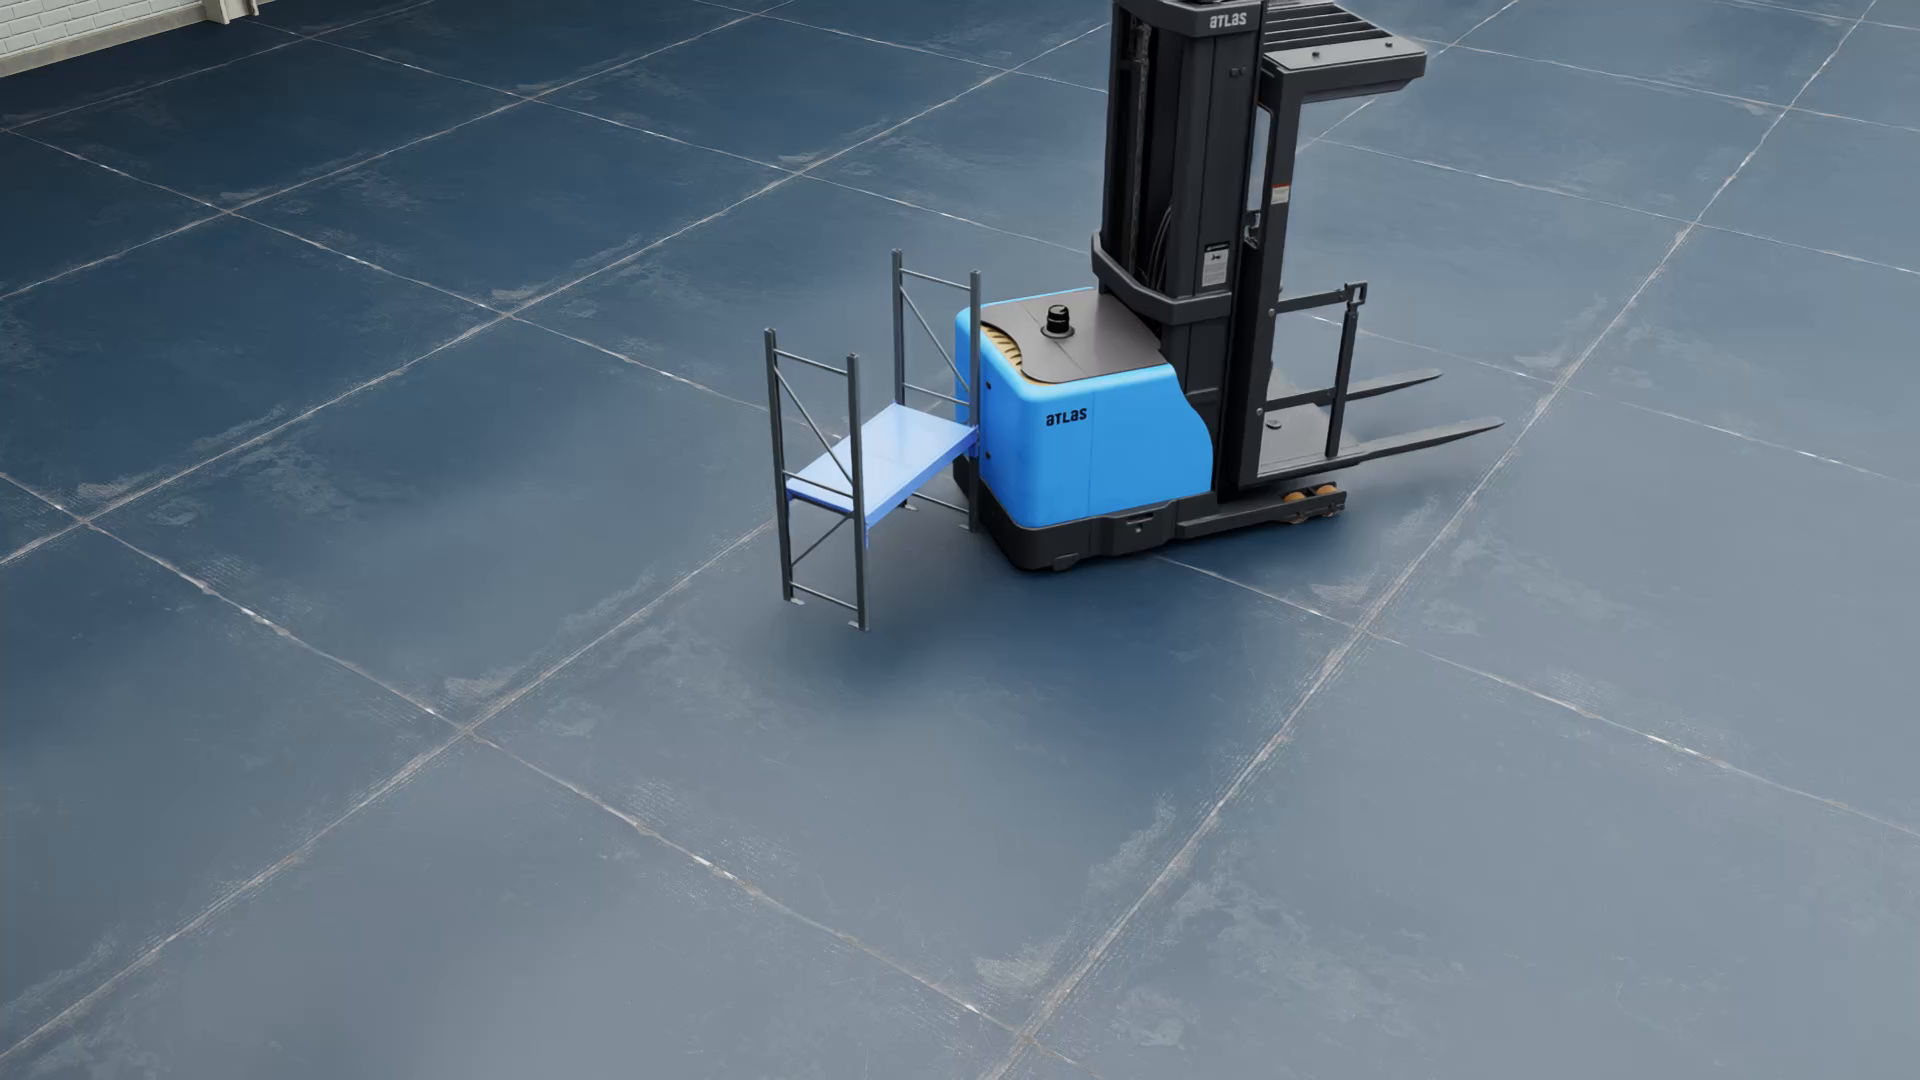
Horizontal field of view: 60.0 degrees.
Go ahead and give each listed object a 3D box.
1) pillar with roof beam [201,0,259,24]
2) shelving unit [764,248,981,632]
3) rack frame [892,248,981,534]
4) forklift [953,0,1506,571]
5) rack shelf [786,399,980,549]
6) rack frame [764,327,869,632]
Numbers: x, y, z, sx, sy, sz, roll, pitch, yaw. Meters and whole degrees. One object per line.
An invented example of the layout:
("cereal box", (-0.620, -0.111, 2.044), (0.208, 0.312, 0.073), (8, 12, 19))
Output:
("pillar with roof beam", (-3.623, -7.506, 11.816), (9.100, 9.000, 0.400), (21, 39, 28))
("shelving unit", (-0.390, -0.495, 8.144), (0.538, 1.500, 1.048), (20, 39, 26))
("rack frame", (-0.118, -0.736, 8.499), (0.500, 1.500, 0.032), (20, 39, 26))
("forklift", (1.533, -1.565, 8.448), (3.031, 2.935, 1.130), (-12, 36, -17))
("rack shelf", (-0.390, -0.346, 8.244), (0.538, 0.185, 1.000), (20, 39, 26))
("rack frame", (-0.662, -0.255, 7.788), (0.500, 1.500, 0.032), (20, 39, 26))
